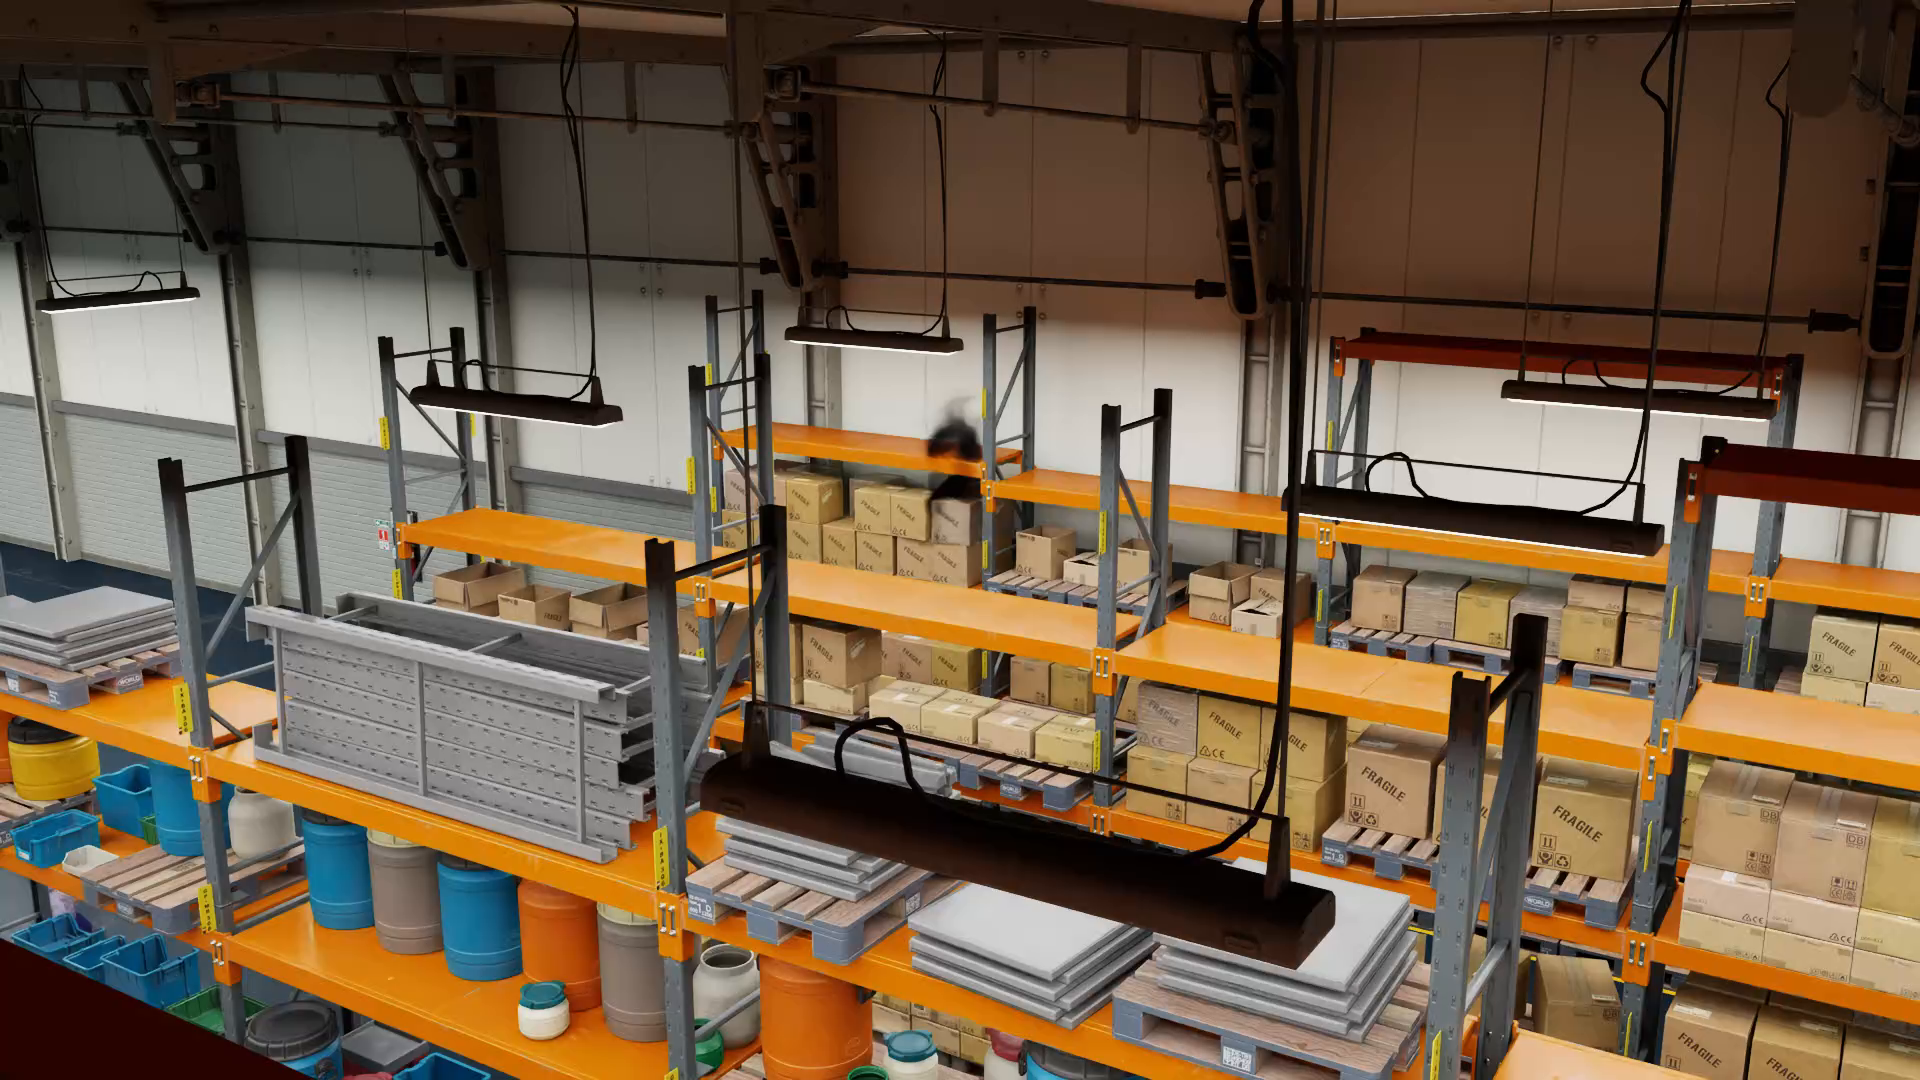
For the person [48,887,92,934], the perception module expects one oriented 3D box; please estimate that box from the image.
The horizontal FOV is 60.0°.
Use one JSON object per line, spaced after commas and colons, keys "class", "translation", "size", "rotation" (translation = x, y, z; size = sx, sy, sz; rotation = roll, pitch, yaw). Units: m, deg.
{"class": "person", "translation": [-8.136, 3.646, 15.151], "size": [0.829, 1.617, 0.695], "rotation": [-1, 14, -3]}
